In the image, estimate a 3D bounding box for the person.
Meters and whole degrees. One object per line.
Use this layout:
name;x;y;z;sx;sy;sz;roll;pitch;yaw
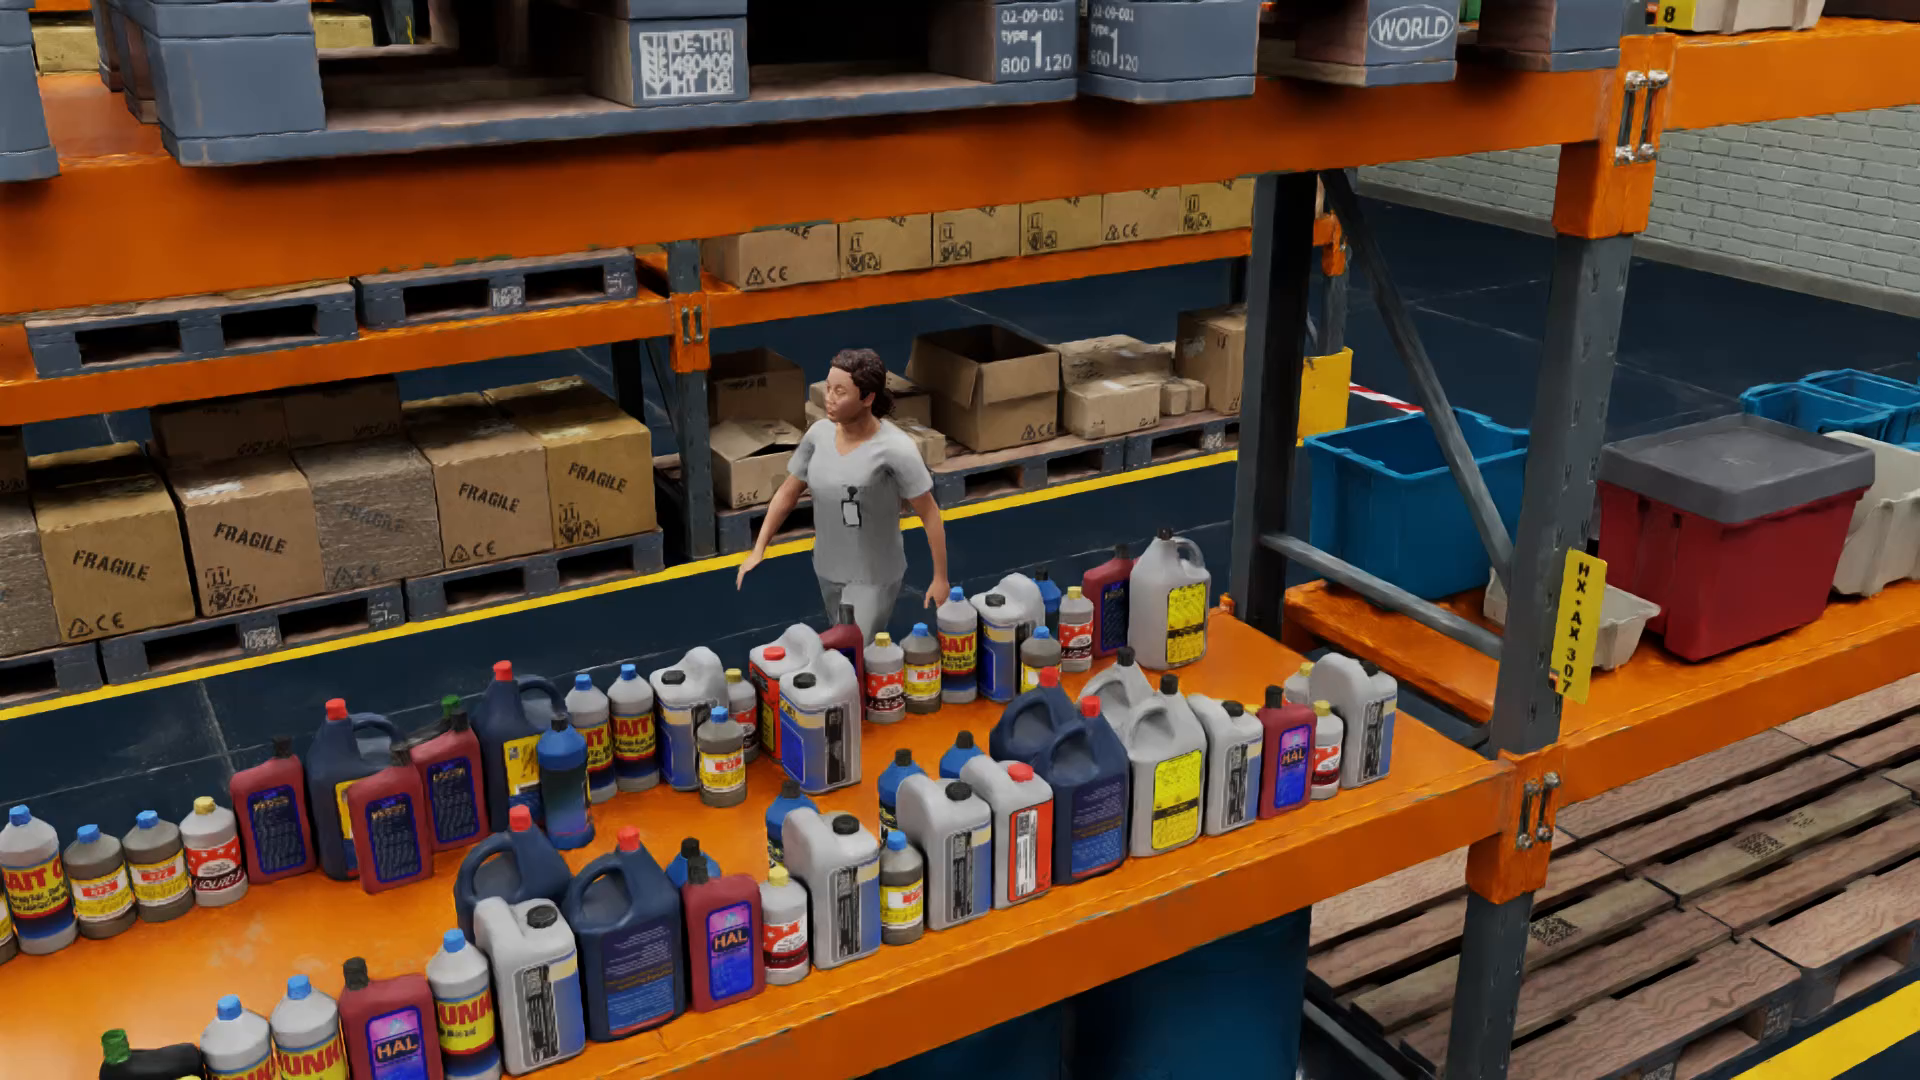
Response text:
person;-0.374;0.143;5.744;0.629;1.639;0.915;14;26;31
